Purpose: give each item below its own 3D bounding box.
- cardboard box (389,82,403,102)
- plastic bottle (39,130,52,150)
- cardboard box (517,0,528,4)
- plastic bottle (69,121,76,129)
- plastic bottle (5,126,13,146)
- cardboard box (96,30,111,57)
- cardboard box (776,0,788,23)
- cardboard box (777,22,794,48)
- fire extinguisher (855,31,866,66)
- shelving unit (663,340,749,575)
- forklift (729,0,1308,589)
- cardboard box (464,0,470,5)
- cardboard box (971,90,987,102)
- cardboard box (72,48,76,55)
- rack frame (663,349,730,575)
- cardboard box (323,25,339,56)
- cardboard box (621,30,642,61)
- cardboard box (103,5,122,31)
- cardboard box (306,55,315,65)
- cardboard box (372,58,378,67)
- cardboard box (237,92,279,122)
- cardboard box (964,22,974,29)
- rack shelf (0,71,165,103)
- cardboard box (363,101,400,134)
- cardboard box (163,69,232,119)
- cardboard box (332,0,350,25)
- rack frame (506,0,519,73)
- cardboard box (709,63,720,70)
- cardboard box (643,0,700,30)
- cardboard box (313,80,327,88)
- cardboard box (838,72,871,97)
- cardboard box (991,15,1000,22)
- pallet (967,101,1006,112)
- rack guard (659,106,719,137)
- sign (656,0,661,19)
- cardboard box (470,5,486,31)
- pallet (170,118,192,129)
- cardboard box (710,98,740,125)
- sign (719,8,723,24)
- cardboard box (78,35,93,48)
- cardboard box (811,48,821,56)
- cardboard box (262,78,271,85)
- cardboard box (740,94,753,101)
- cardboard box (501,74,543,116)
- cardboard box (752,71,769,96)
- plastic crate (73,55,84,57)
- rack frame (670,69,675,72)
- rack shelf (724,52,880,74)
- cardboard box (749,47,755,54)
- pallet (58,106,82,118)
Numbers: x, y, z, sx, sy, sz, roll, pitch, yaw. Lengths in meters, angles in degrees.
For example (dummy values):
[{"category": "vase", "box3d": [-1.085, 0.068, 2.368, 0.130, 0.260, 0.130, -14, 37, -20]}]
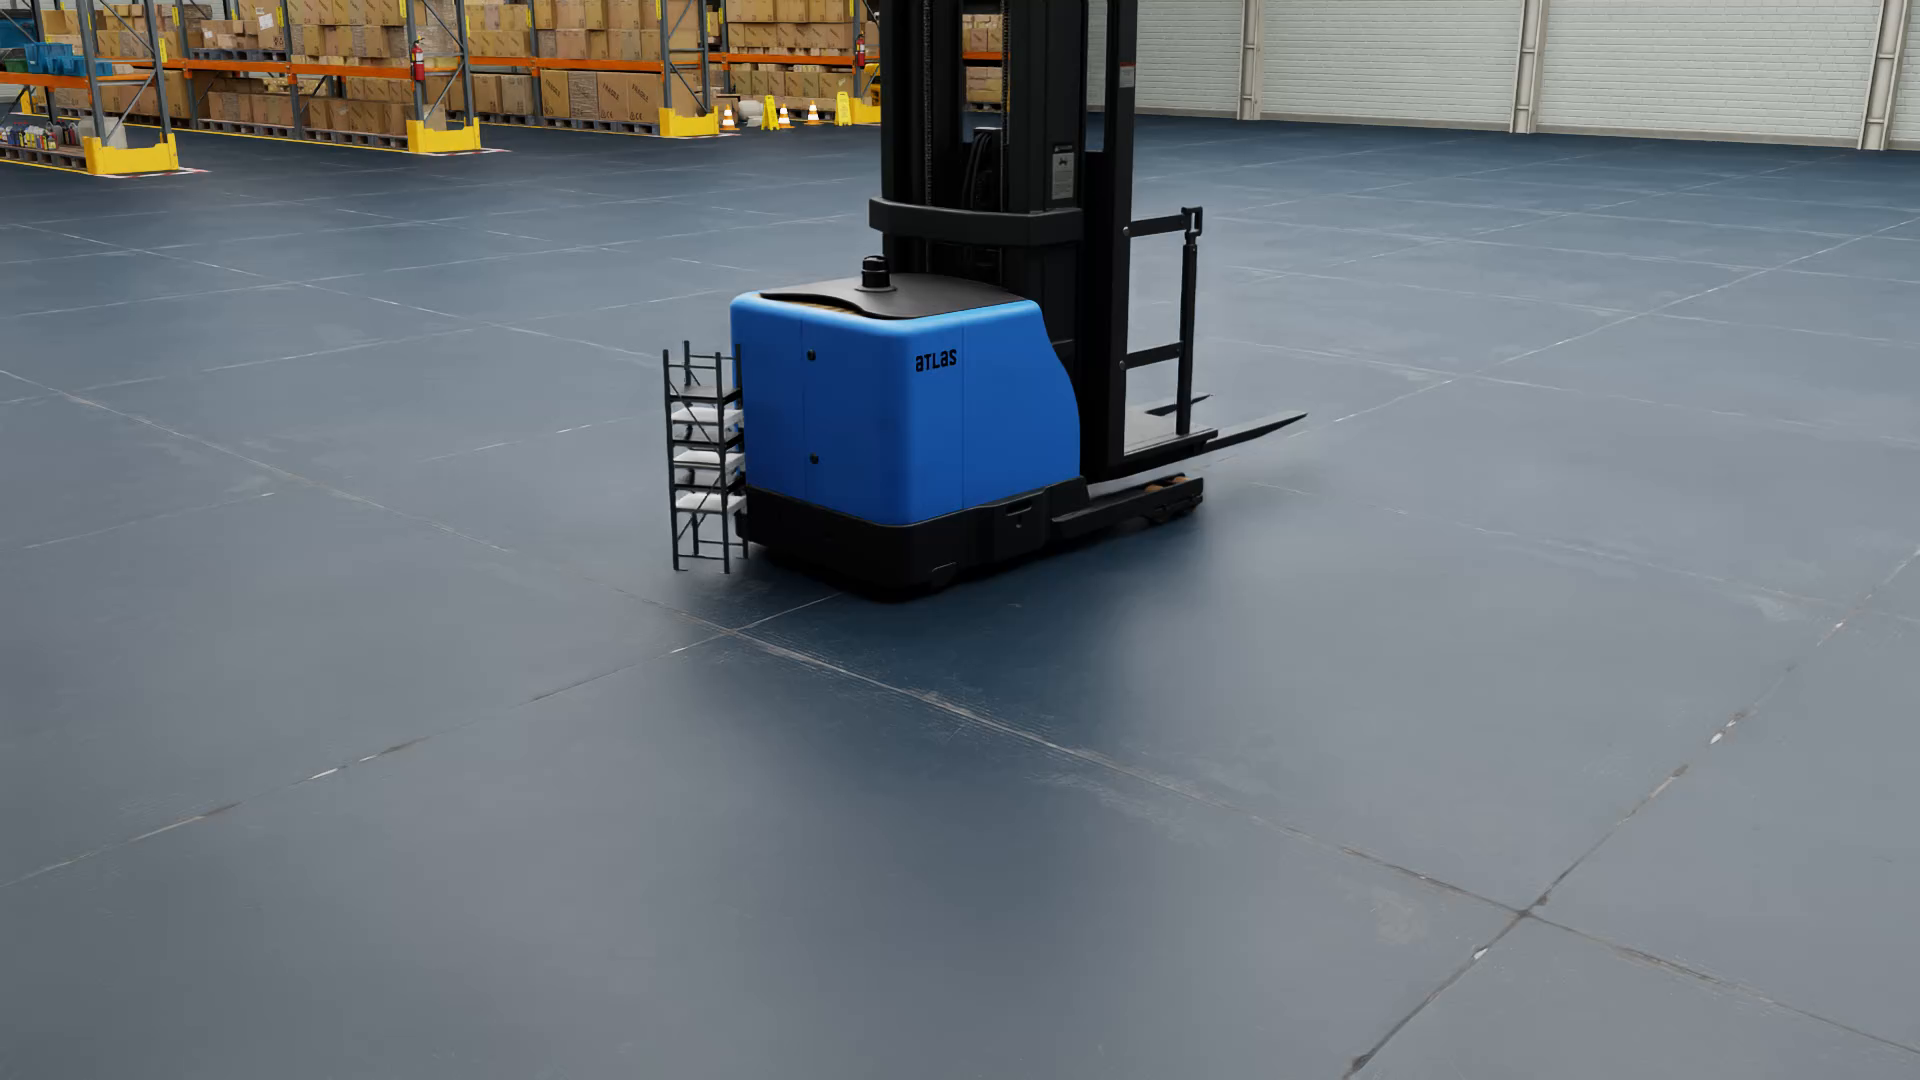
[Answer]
[{"category": "cardboard box", "box3d": [-12.021, -9.679, 36.089, 0.500, 0.500, 0.500, 16, 24, 41]}, {"category": "plastic bottle", "box3d": [-13.477, -5.901, 24.523, 0.135, 0.276, 0.152, 15, 23, 40]}, {"category": "cardboard box", "box3d": [-10.815, -13.391, 41.457, 0.250, 0.149, 0.380, 15, 23, 38]}, {"category": "plastic bottle", "box3d": [-13.575, -6.246, 25.486, 0.185, 0.351, 0.144, 15, 23, 39]}, {"category": "plastic bottle", "box3d": [-14.426, -6.156, 25.326, 0.135, 0.276, 0.152, 16, 24, 41]}, {"category": "cardboard box", "box3d": [-17.151, -10.092, 33.787, 0.500, 0.500, 0.500, 15, 23, 39]}, {"category": "cardboard box", "box3d": [-3.407, -11.059, 34.690, 0.500, 0.500, 0.700, 15, 23, 39]}, {"category": "cardboard box", "box3d": [-3.475, -10.571, 34.805, 0.500, 0.500, 0.500, 15, 23, 40]}, {"category": "fire extinguisher", "box3d": [-1.997, -9.862, 33.355, 0.183, 0.674, 0.296, 15, 23, 39]}, {"category": "shelving unit", "box3d": [-1.014, -0.329, 6.657, 0.258, 0.900, 0.210, 4, 17, 14]}, {"category": "forklift", "box3d": [0.454, -1.572, 7.221, 1.130, 2.935, 3.031, 17, 24, 42]}, {"category": "cardboard box", "box3d": [-12.301, -13.576, 42.039, 0.250, 0.149, 0.380, 15, 23, 39]}, {"category": "cardboard box", "box3d": [0.589, -10.164, 38.031, 0.500, 0.250, 0.500, 15, 23, 39]}, {"category": "cardboard box", "box3d": [-18.352, -10.216, 34.757, 0.250, 0.149, 0.380, 16, 23, 40]}, {"category": "rack frame", "box3d": [-1.039, -0.301, 6.563, 0.240, 0.900, 0.006, 4, 17, 14]}, {"category": "cardboard box", "box3d": [-10.259, -8.486, 28.235, 0.500, 0.500, 0.875, 15, 23, 39]}, {"category": "cardboard box", "box3d": [-5.720, -9.127, 30.664, 0.550, 0.550, 0.875, 15, 23, 39]}, {"category": "cardboard box", "box3d": [-16.846, -10.593, 33.707, 0.637, 0.503, 0.797, 14, 23, 38]}, {"category": "cardboard box", "box3d": [-11.001, -8.259, 28.592, 0.250, 0.149, 0.380, 15, 23, 39]}, {"category": "cardboard box", "box3d": [-9.448, -7.877, 27.388, 0.250, 0.149, 0.380, 15, 23, 39]}, {"category": "cardboard box", "box3d": [-12.971, -8.058, 30.947, 0.700, 0.500, 0.500, -16, 24, -41]}, {"category": "cardboard box", "box3d": [0.297, -11.719, 37.840, 0.250, 0.149, 0.380, 14, 22, 38]}, {"category": "rack shelf", "box3d": [-13.138, -6.722, 24.523, 4.000, 0.370, 1.077, 15, 23, 39]}, {"category": "cardboard box", "box3d": [-9.736, -7.164, 28.165, 0.500, 0.500, 0.500, -16, 23, -41]}, {"category": "cardboard box", "box3d": [-14.840, -8.721, 32.450, 0.875, 0.875, 1.225, 14, 22, 37]}, {"category": "cardboard box", "box3d": [-10.048, -8.807, 27.593, 0.500, 0.500, 0.500, 15, 23, 39]}, {"category": "rack frame", "box3d": [-10.752, -12.435, 41.337, 0.127, 3.000, 1.000, 15, 23, 39]}, {"category": "cardboard box", "box3d": [-6.534, -12.547, 44.055, 0.250, 0.149, 0.380, 15, 23, 39]}, {"category": "cardboard box", "box3d": [-5.238, -9.555, 30.228, 0.550, 0.550, 0.875, 15, 23, 39]}, {"category": "cardboard box", "box3d": [-14.618, -10.475, 38.194, 0.250, 0.149, 0.380, 15, 23, 40]}, {"category": "cardboard box", "box3d": [-2.214, -9.502, 34.706, 0.500, 0.500, 0.500, 14, 22, 37]}, {"category": "cardboard box", "box3d": [0.903, -11.715, 37.338, 0.250, 0.149, 0.380, 15, 23, 39]}, {"category": "pallet", "box3d": [0.916, -9.965, 38.161, 1.213, 0.211, 1.003, 15, 23, 39]}, {"category": "rack guard", "box3d": [-4.968, -7.690, 30.515, 0.348, 0.500, 1.175, 15, 23, 39]}, {"category": "sign", "box3d": [-5.357, -9.431, 29.563, 0.005, 0.325, 0.100, 15, 23, 39]}, {"category": "cardboard box", "box3d": [-9.494, -10.618, 33.790, 0.500, 0.500, 0.700, 15, 23, 39]}, {"category": "pallet", "box3d": [-14.877, -8.236, 32.715, 1.213, 0.211, 1.003, 15, 23, 39]}, {"category": "cardboard box", "box3d": [-4.770, -8.616, 33.429, 0.637, 0.503, 0.797, 0, 18, 2]}, {"category": "sign", "box3d": [-5.134, -11.255, 35.702, 0.005, 0.325, 0.100, 15, 23, 39]}, {"category": "cardboard box", "box3d": [-17.834, -10.293, 34.342, 0.500, 0.250, 0.500, 14, 23, 38]}, {"category": "cardboard box", "box3d": [-2.851, -10.060, 34.267, 0.250, 0.149, 0.380, 16, 23, 40]}, {"category": "cardboard box", "box3d": [-16.398, -10.933, 39.639, 0.250, 0.149, 0.380, 15, 23, 39]}, {"category": "cardboard box", "box3d": [-4.506, -9.539, 36.062, 0.500, 0.250, 0.500, 14, 22, 37]}, {"category": "cardboard box", "box3d": [-8.502, -8.921, 33.288, 0.750, 0.750, 1.050, 15, 23, 39]}, {"category": "cardboard box", "box3d": [-4.098, -9.792, 35.618, 0.500, 0.500, 0.500, 16, 24, 41]}, {"category": "plastic crate", "box3d": [-13.626, -7.235, 25.195, 0.616, 0.251, 0.499, 15, 23, 39]}, {"category": "rack frame", "box3d": [-7.460, -13.559, 44.878, 0.127, 3.000, 1.000, 15, 23, 39]}, {"category": "rack shelf", "box3d": [-3.272, -10.085, 35.119, 4.000, 0.370, 1.077, 15, 23, 39]}, {"category": "cardboard box", "box3d": [-4.303, -10.488, 35.616, 0.250, 0.149, 0.380, 15, 23, 39]}, {"category": "pallet", "box3d": [-18.763, -9.279, 36.002, 1.213, 0.211, 1.003, 15, 23, 39]}]
